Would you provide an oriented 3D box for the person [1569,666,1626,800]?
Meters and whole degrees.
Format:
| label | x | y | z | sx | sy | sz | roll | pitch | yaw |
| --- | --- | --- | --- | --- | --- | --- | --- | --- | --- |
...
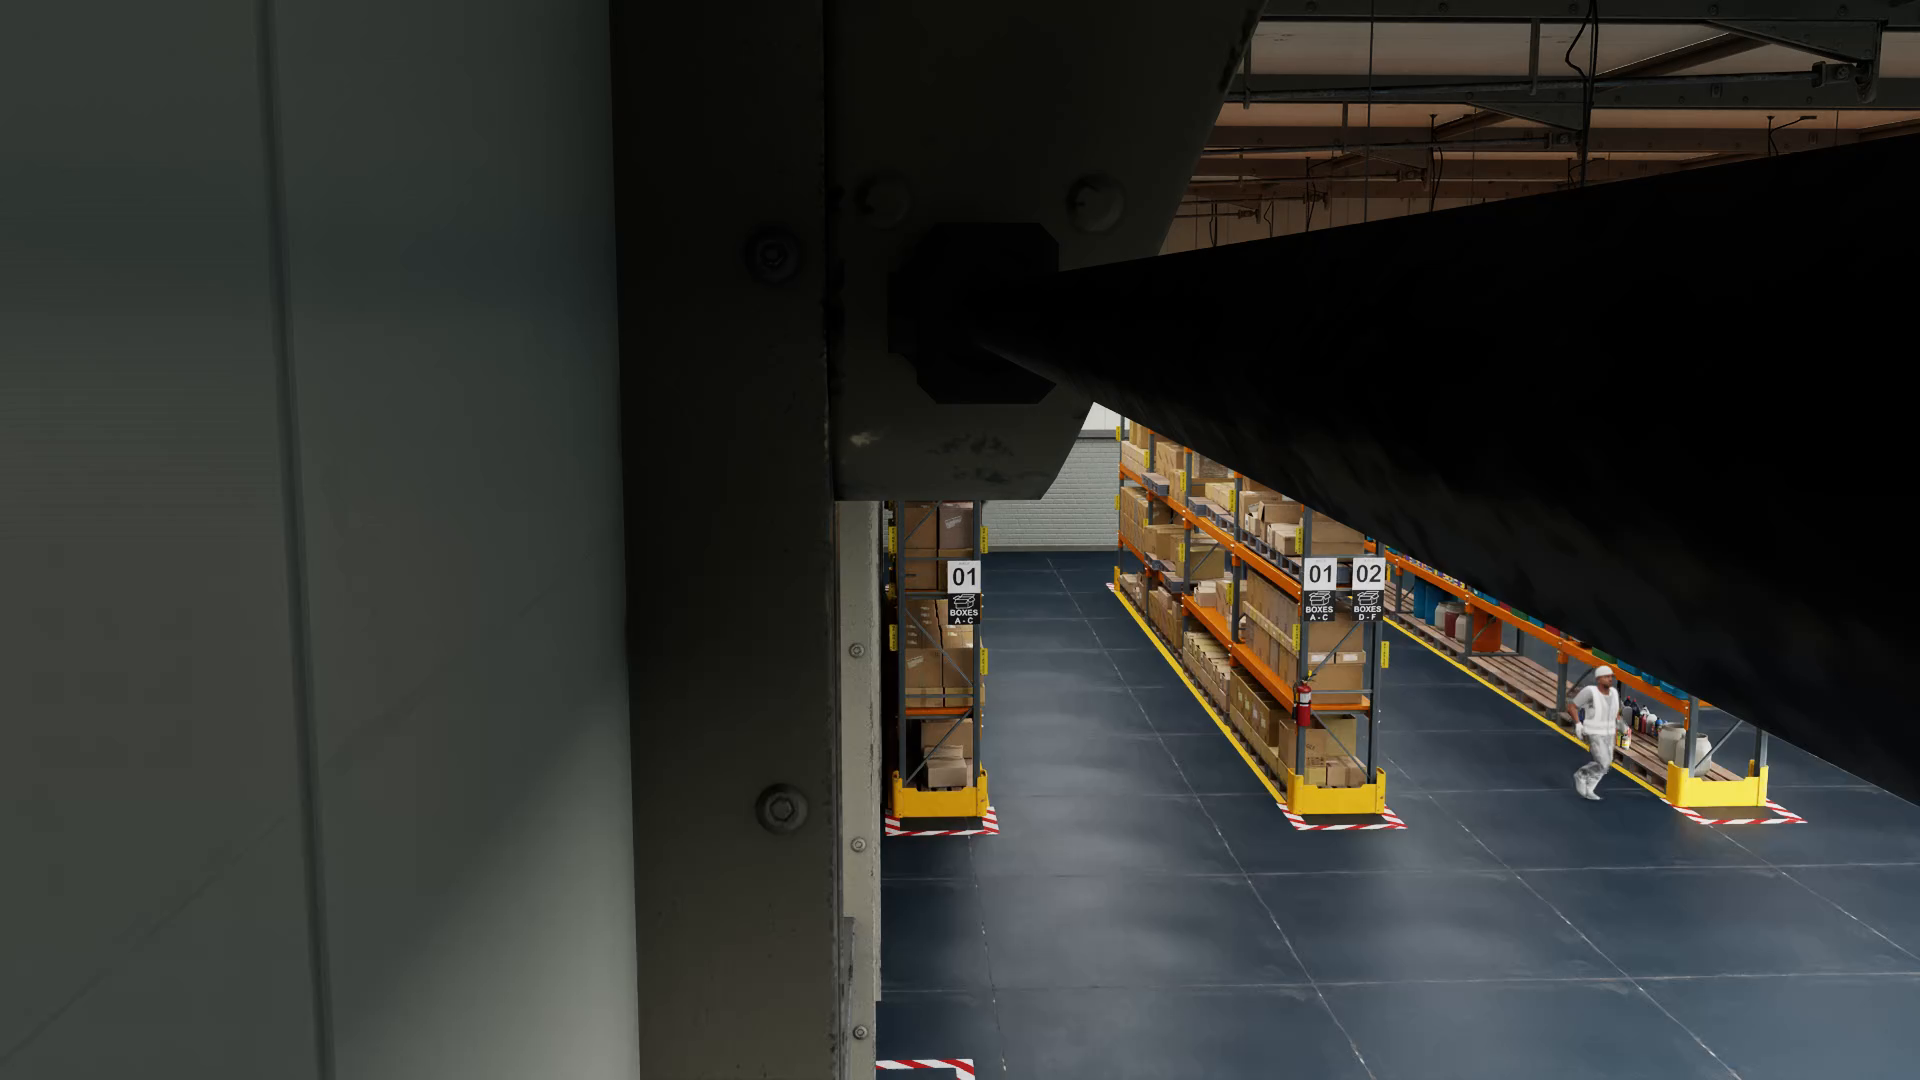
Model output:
| label | x | y | z | sx | sy | sz | roll | pitch | yaw |
| --- | --- | --- | --- | --- | --- | --- | --- | --- | --- |
| person | 8.136 | 2.457 | 21.064 | 0.653 | 1.728 | 0.576 | -3 | 9 | -22 |

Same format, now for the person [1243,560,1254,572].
| label | x | y | z | sx | sy | sz | roll | pitch | yaw |
| --- | --- | --- | --- | --- | --- | --- | --- | --- | --- |
| person | 6.120 | 0.593 | 34.343 | 0.591 | 1.618 | 0.567 | -2 | 8 | -11 |
